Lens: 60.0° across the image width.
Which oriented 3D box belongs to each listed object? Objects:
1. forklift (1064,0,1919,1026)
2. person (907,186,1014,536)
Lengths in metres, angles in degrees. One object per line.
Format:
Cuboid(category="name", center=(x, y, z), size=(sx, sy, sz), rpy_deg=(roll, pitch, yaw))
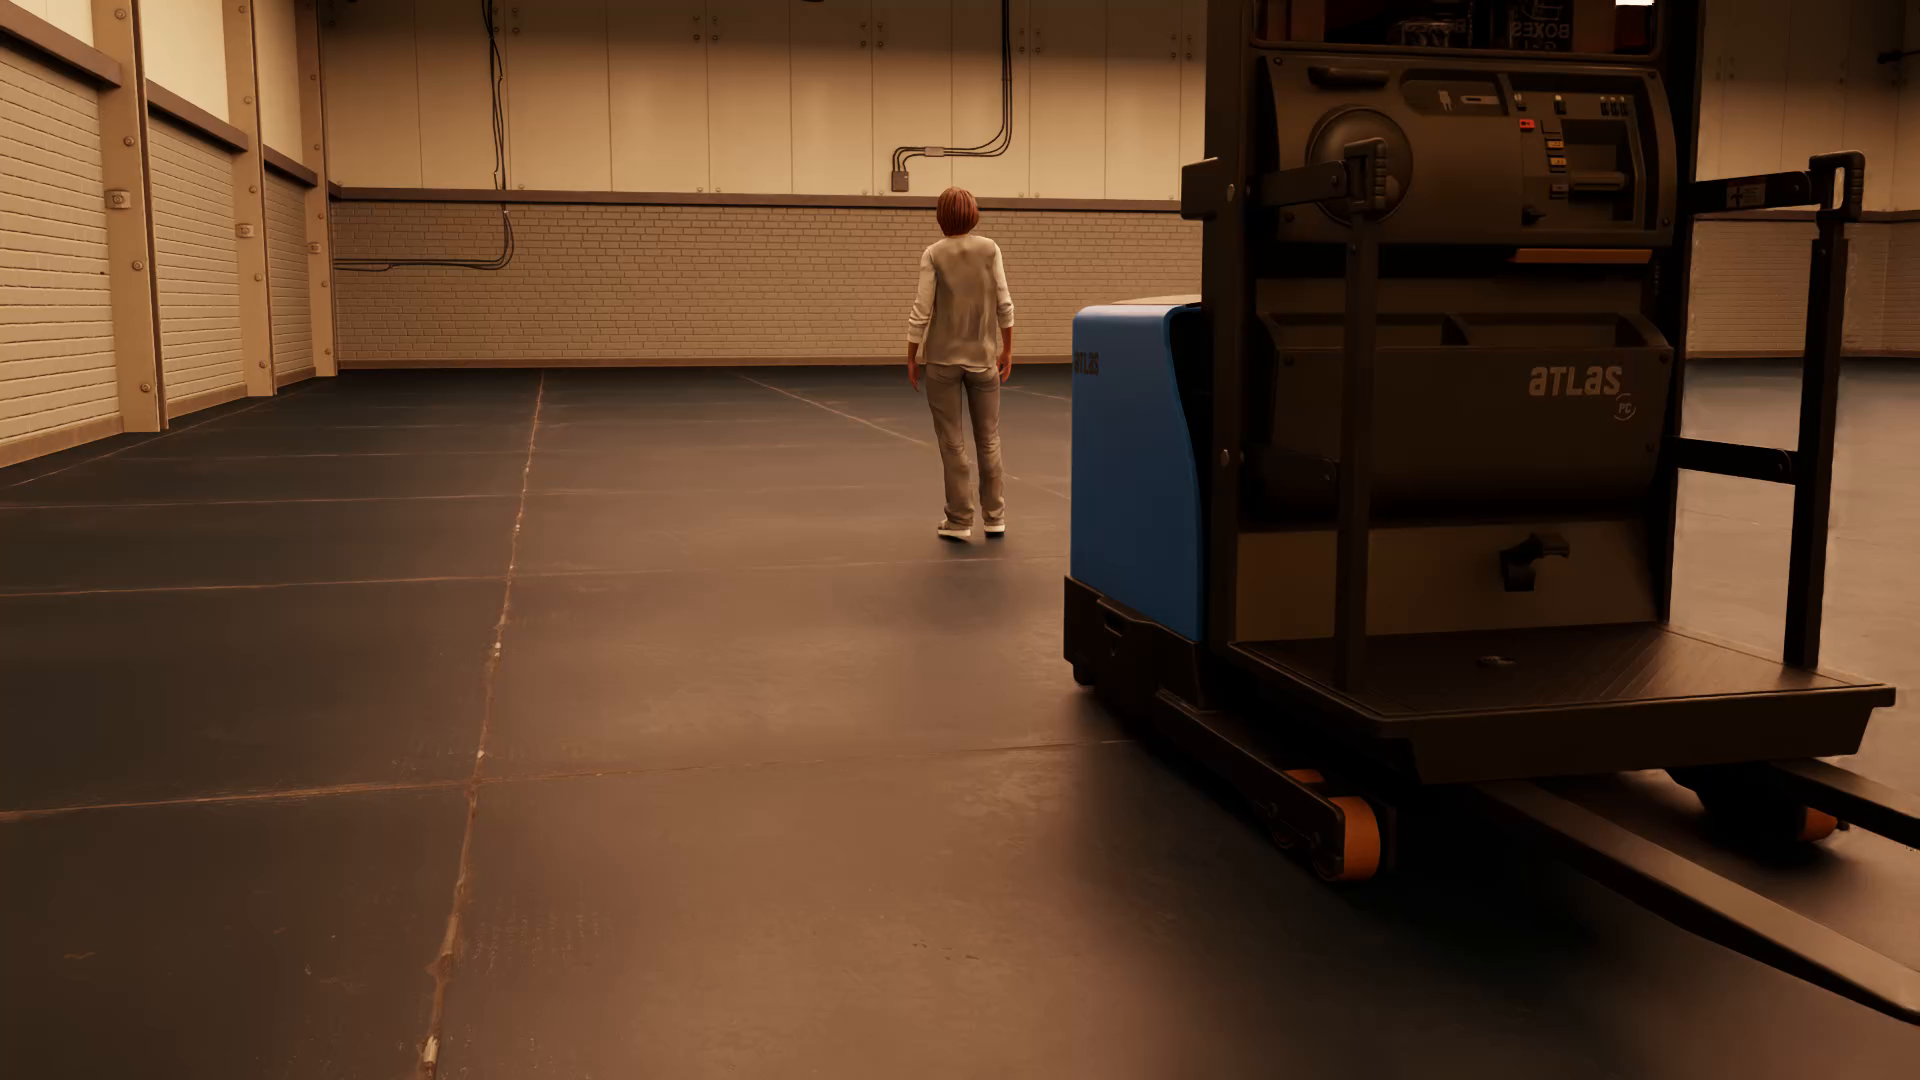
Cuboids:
Cuboid(category="forklift", center=(1.141, -0.866, 3.321), size=(1.130, 2.935, 3.031), rpy_deg=(-2, 8, -13))
Cuboid(category="person", center=(-0.003, -0.809, 7.669), size=(0.520, 1.597, 0.475), rpy_deg=(-2, 8, -13))
